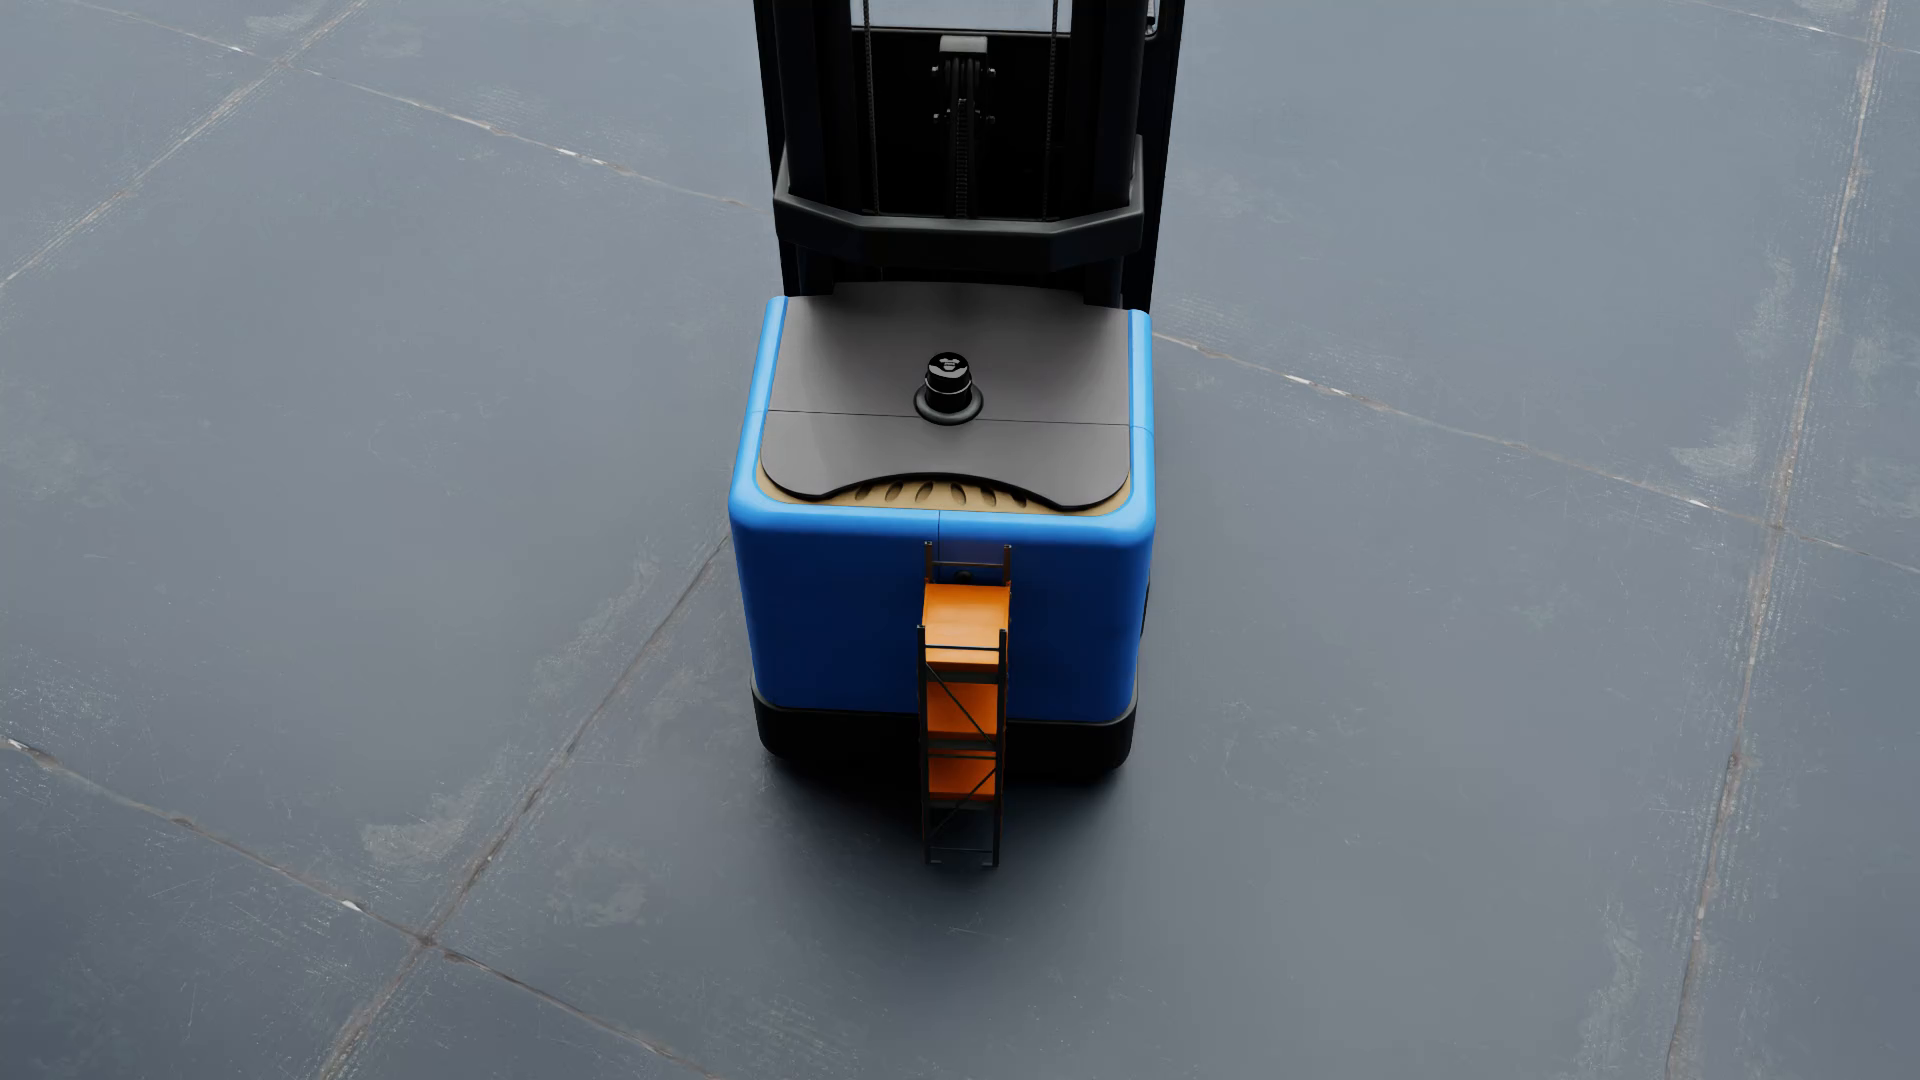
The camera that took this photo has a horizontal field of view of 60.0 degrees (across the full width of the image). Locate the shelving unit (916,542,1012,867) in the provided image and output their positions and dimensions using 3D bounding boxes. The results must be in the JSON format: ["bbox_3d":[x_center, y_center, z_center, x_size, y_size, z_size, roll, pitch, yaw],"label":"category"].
[{"bbox_3d":[0.012,0.444,4.183,0.215,1.050,0.252,2,50,2],"label":"shelving unit"}]

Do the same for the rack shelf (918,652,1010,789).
[{"bbox_3d":[0.012,0.451,4.191,0.215,0.259,0.240,2,50,2],"label":"rack shelf"}]

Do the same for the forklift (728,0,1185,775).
[{"bbox_3d":[0.036,-1.423,4.536,1.130,2.935,3.031,2,50,2],"label":"forklift"}]

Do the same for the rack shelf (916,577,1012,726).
[{"bbox_3d":[0.012,0.267,3.975,0.215,0.259,0.240,2,50,2],"label":"rack shelf"}]

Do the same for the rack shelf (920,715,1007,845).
[{"bbox_3d":[0.012,0.631,4.403,0.215,0.259,0.240,2,50,2],"label":"rack shelf"}]

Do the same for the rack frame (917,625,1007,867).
[{"bbox_3d":[0.005,0.537,4.104,0.200,1.050,0.008,2,50,2],"label":"rack frame"}]

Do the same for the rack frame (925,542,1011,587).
[{"bbox_3d":[0.019,0.351,4.262,0.200,1.050,0.008,2,50,2],"label":"rack frame"}]
